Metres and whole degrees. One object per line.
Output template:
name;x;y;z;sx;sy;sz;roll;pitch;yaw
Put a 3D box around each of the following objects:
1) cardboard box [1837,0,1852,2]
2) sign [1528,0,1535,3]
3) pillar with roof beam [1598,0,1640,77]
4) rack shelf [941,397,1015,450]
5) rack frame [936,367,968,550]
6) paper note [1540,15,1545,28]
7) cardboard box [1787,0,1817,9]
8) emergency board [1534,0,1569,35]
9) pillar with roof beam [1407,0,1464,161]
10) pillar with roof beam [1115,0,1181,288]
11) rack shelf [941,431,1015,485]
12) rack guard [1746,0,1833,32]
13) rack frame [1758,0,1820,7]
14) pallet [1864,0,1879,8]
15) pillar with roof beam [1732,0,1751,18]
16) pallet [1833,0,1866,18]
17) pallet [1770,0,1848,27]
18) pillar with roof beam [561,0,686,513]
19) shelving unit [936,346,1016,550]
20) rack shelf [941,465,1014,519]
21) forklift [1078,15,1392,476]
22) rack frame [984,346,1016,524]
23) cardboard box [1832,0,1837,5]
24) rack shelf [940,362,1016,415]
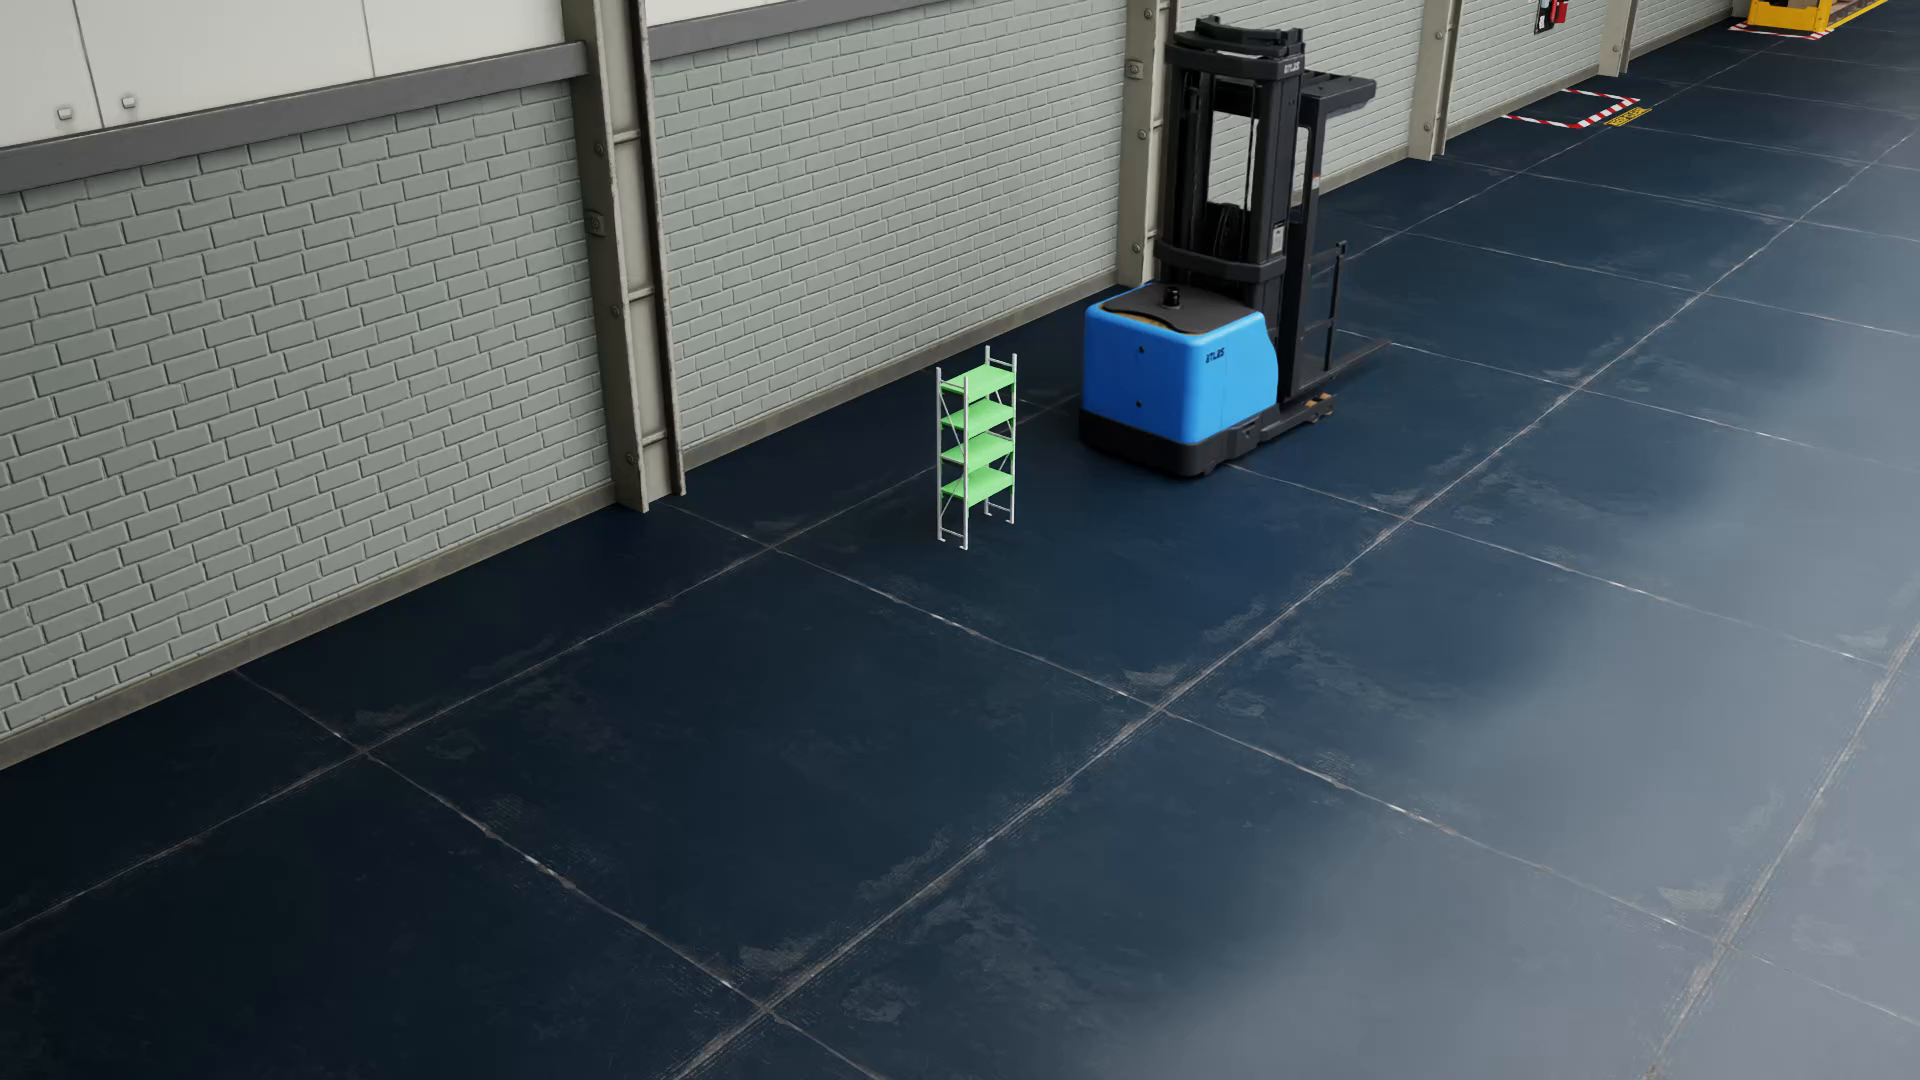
cardboard box;14.731;-9.390;28.010;0.700;0.500;0.500;18;33;31
sign;7.282;-6.997;21.103;0.001;0.329;0.234;21;34;34
pillar with roof beam;12.637;-9.418;19.294;9.100;9.000;0.400;21;34;34
rack shelf;0.105;-0.748;10.639;0.258;0.148;0.480;21;34;34
rack frame;-0.050;-0.505;10.552;0.240;1.200;0.015;21;34;34
paper note;7.548;-6.713;21.552;0.016;0.148;0.142;21;34;34
cardboard box;13.863;-8.858;27.188;0.500;0.311;0.500;17;32;29
emergency board;7.714;-7.147;21.432;0.194;1.169;0.643;21;34;34
pillar with roof beam;8.820;-7.291;15.181;9.100;9.000;0.400;21;34;34
pillar with roof beam;5.004;-5.163;11.069;9.100;9.000;0.400;21;34;34
rack shelf;0.105;-0.535;10.749;0.258;0.148;0.480;21;34;34
rack guard;13.402;-8.555;26.874;1.175;0.500;0.348;21;34;34
rack frame;13.353;-9.638;26.248;1.000;3.000;0.127;21;34;34
pallet;15.498;-9.569;29.150;1.003;0.211;1.213;21;34;34
pillar with roof beam;16.453;-11.545;23.406;9.100;9.000;0.400;21;34;34
pallet;14.722;-9.135;28.310;1.003;0.211;1.213;21;34;34
pallet;13.946;-8.704;27.477;1.003;0.211;1.213;21;34;34
pillar with roof beam;1.187;-3.036;6.957;9.100;9.000;0.400;21;34;34
shelving unit;0.105;-0.592;10.720;0.258;1.200;0.503;21;34;34
rack shelf;0.105;-0.322;10.859;0.258;0.148;0.480;21;34;34
forklift;2.242;-2.333;12.202;1.130;2.935;3.031;23;35;37
rack frame;0.260;-0.678;10.887;0.240;1.200;0.015;21;34;34
cardboard box;14.226;-9.060;27.579;0.500;0.311;0.500;24;36;38
rack shelf;0.105;-0.961;10.528;0.258;0.148;0.480;21;34;34
